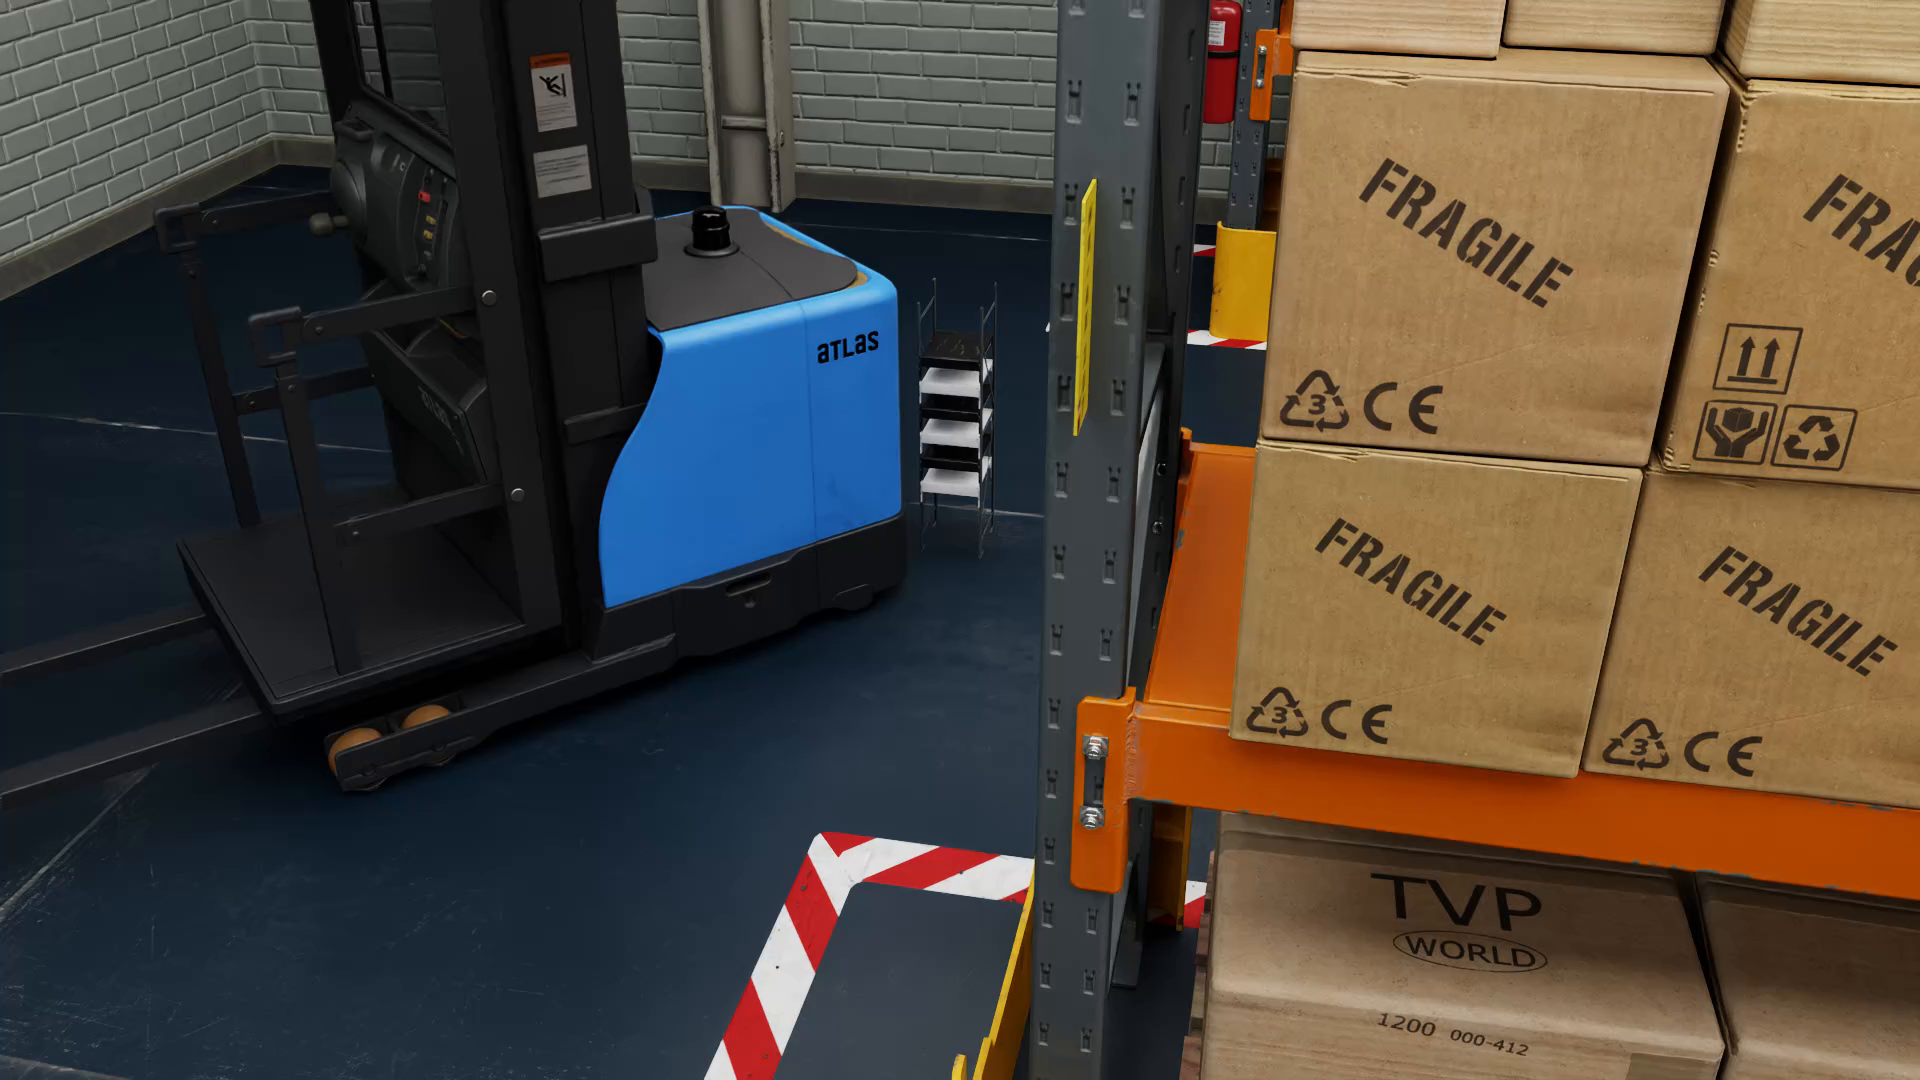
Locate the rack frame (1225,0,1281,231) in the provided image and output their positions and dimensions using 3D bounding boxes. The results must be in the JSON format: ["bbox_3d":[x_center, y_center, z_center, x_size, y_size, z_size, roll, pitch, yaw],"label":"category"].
[{"bbox_3d":[1.320,-2.481,7.158,0.127,3.000,1.000,6,29,11],"label":"rack frame"}]

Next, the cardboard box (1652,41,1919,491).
[{"bbox_3d":[1.204,-0.401,2.214,0.500,0.500,0.500,5,29,9],"label":"cardboard box"}]

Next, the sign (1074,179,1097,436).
[{"bbox_3d":[0.165,-0.304,2.198,0.005,0.325,0.100,6,29,11],"label":"sign"}]

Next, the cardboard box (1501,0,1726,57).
[{"bbox_3d":[0.847,-0.758,2.190,0.250,0.149,0.380,7,29,12],"label":"cardboard box"}]

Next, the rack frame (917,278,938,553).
[{"bbox_3d":[-0.107,-0.406,5.554,0.006,0.900,0.240,6,29,11],"label":"rack frame"}]

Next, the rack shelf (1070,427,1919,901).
[{"bbox_3d":[2.243,0.367,2.706,4.000,0.370,1.077,6,29,11],"label":"rack shelf"}]

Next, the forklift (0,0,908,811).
[{"bbox_3d":[-1.672,-0.895,4.332,3.031,2.935,1.130,-18,34,-30],"label":"forklift"}]

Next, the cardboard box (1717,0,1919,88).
[{"bbox_3d":[1.078,-0.678,2.044,0.250,0.149,0.380,7,29,12],"label":"cardboard box"}]

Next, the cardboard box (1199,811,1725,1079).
[{"bbox_3d":[0.953,0.809,3.379,0.875,0.438,0.875,5,29,9],"label":"cardboard box"}]

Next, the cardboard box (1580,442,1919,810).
[{"bbox_3d":[1.197,0.027,2.472,0.500,0.500,0.500,5,29,10],"label":"cardboard box"}]

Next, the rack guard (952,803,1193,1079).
[{"bbox_3d":[0.263,0.945,3.504,0.348,0.500,1.175,6,29,11],"label":"rack guard"}]

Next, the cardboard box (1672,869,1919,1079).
[{"bbox_3d":[1.850,0.897,3.218,0.875,0.438,0.875,7,29,12],"label":"cardboard box"}]

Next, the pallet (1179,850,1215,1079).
[{"bbox_3d":[1.085,1.117,3.490,1.213,0.211,1.003,6,29,11],"label":"pallet"}]

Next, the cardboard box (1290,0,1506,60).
[{"bbox_3d":[0.576,-0.751,2.177,0.250,0.149,0.380,6,29,12],"label":"cardboard box"}]

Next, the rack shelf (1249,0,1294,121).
[{"bbox_3d":[3.276,-1.965,6.964,4.000,0.370,1.077,6,29,11],"label":"rack shelf"}]

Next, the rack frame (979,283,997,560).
[{"bbox_3d":[0.091,-0.385,5.517,0.006,0.900,0.240,6,29,11],"label":"rack frame"}]

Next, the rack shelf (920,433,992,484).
[{"bbox_3d":[-0.008,-0.287,5.595,0.200,0.077,0.258,6,29,11],"label":"rack shelf"}]

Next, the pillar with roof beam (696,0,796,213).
[{"bbox_3d":[-2.028,-3.784,3.292,0.400,9.000,9.100,6,29,11],"label":"pillar with roof beam"}]

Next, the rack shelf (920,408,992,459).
[{"bbox_3d":[-0.008,-0.366,5.551,0.200,0.077,0.258,6,29,11],"label":"rack shelf"}]

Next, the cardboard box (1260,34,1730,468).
[{"bbox_3d":[0.697,-0.450,2.303,0.500,0.500,0.500,5,29,9],"label":"cardboard box"}]

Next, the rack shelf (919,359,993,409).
[{"bbox_3d":[-0.008,-0.524,5.465,0.200,0.077,0.258,6,29,11],"label":"rack shelf"}]

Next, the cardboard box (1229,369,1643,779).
[{"bbox_3d":[0.696,-0.010,2.541,0.500,0.500,0.500,6,29,10],"label":"cardboard box"}]

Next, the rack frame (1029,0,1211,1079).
[{"bbox_3d":[0.287,-0.149,2.899,0.127,3.000,1.000,6,29,11],"label":"rack frame"}]

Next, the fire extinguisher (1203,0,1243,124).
[{"bbox_3d":[1.079,-2.081,6.897,0.183,0.674,0.296,6,29,11],"label":"fire extinguisher"}]

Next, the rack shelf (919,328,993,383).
[{"bbox_3d":[-0.008,-0.603,5.422,0.200,0.077,0.258,6,29,11],"label":"rack shelf"}]

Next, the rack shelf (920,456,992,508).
[{"bbox_3d":[-0.008,-0.208,5.638,0.200,0.077,0.258,6,29,11],"label":"rack shelf"}]

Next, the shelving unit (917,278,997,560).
[{"bbox_3d":[-0.008,-0.396,5.535,0.210,0.900,0.258,6,29,11],"label":"shelving unit"}]

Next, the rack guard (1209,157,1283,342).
[{"bbox_3d":[1.394,-1.377,7.744,0.348,0.500,1.175,6,29,11],"label":"rack guard"}]

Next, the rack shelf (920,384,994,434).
[{"bbox_3d":[-0.008,-0.445,5.508,0.200,0.077,0.258,6,29,11],"label":"rack shelf"}]
